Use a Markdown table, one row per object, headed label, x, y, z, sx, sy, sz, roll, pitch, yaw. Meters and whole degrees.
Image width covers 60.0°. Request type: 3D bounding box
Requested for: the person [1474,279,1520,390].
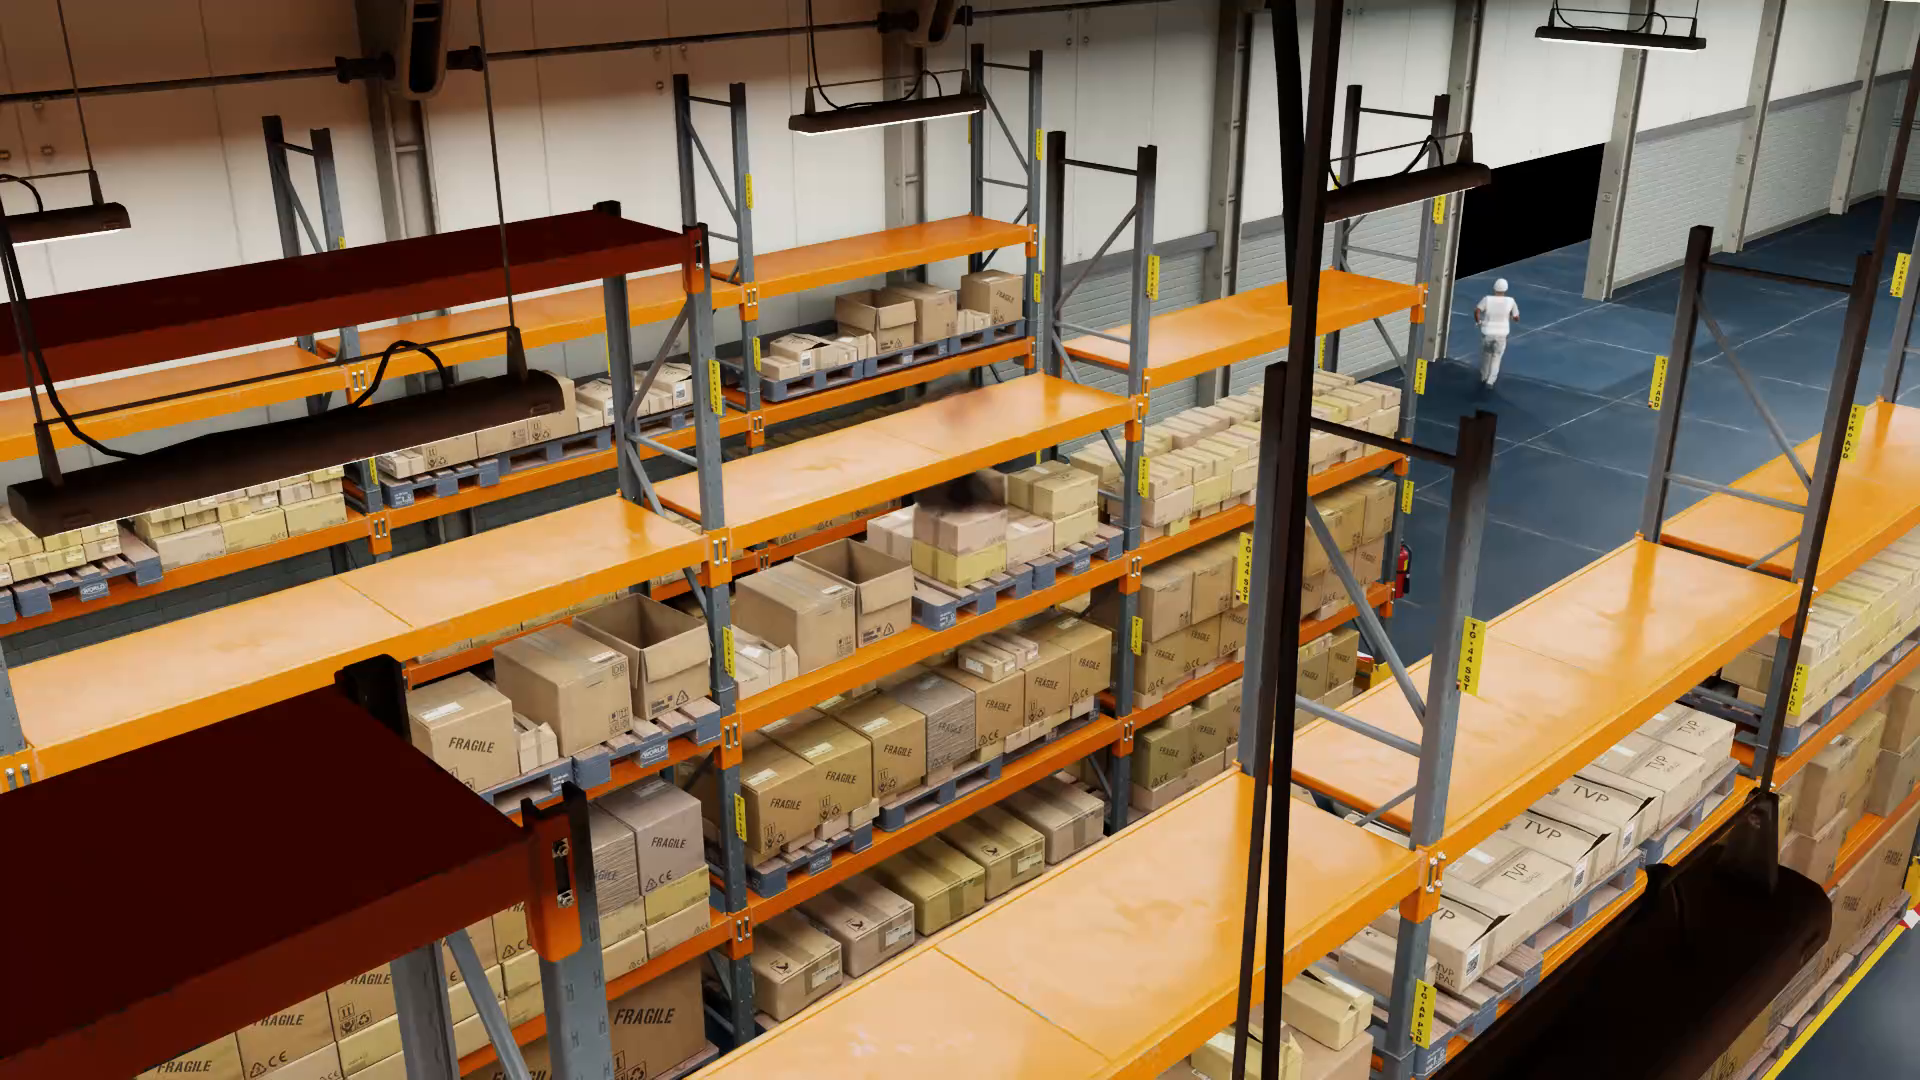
| label | x | y | z | sx | sy | sz | roll | pitch | yaw |
| --- | --- | --- | --- | --- | --- | --- | --- | --- | --- |
| person | 8.470 | -3.259 | 26.339 | 0.682 | 1.787 | 0.978 | 8 | 24 | 20 |
